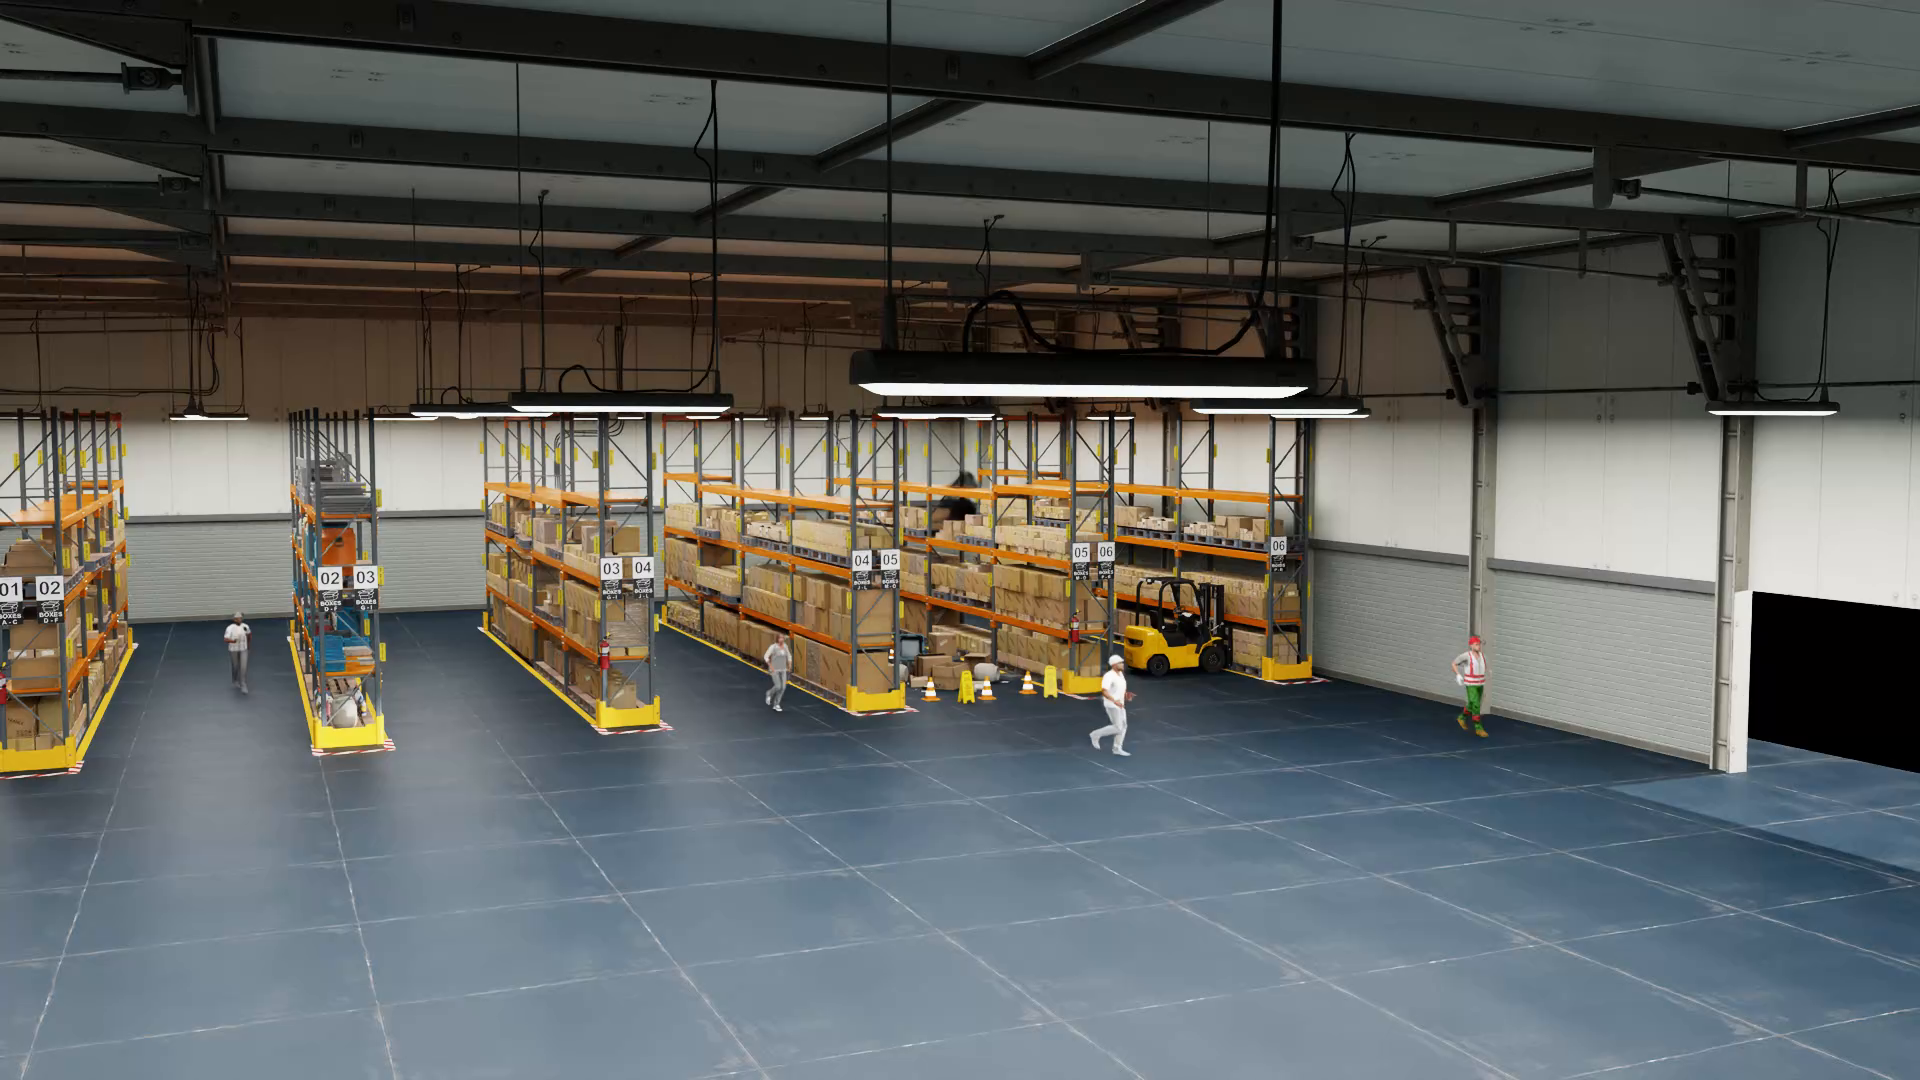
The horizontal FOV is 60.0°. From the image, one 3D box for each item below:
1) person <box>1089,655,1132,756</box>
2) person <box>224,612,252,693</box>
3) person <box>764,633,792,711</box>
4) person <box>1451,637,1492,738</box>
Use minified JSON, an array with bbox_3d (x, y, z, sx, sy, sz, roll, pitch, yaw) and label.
[{"bbox_3d":[2.625,2.852,28.763,0.684,1.743,0.700,2,4,24],"label":"person"},{"bbox_3d":[-15.371,2.370,35.447,0.578,1.693,0.870,-2,5,-30],"label":"person"},{"bbox_3d":[-3.628,2.625,33.273,0.567,1.565,0.524,-3,5,-36],"label":"person"},{"bbox_3d":[9.421,2.659,30.471,0.667,1.779,0.974,-2,4,-23],"label":"person"}]
